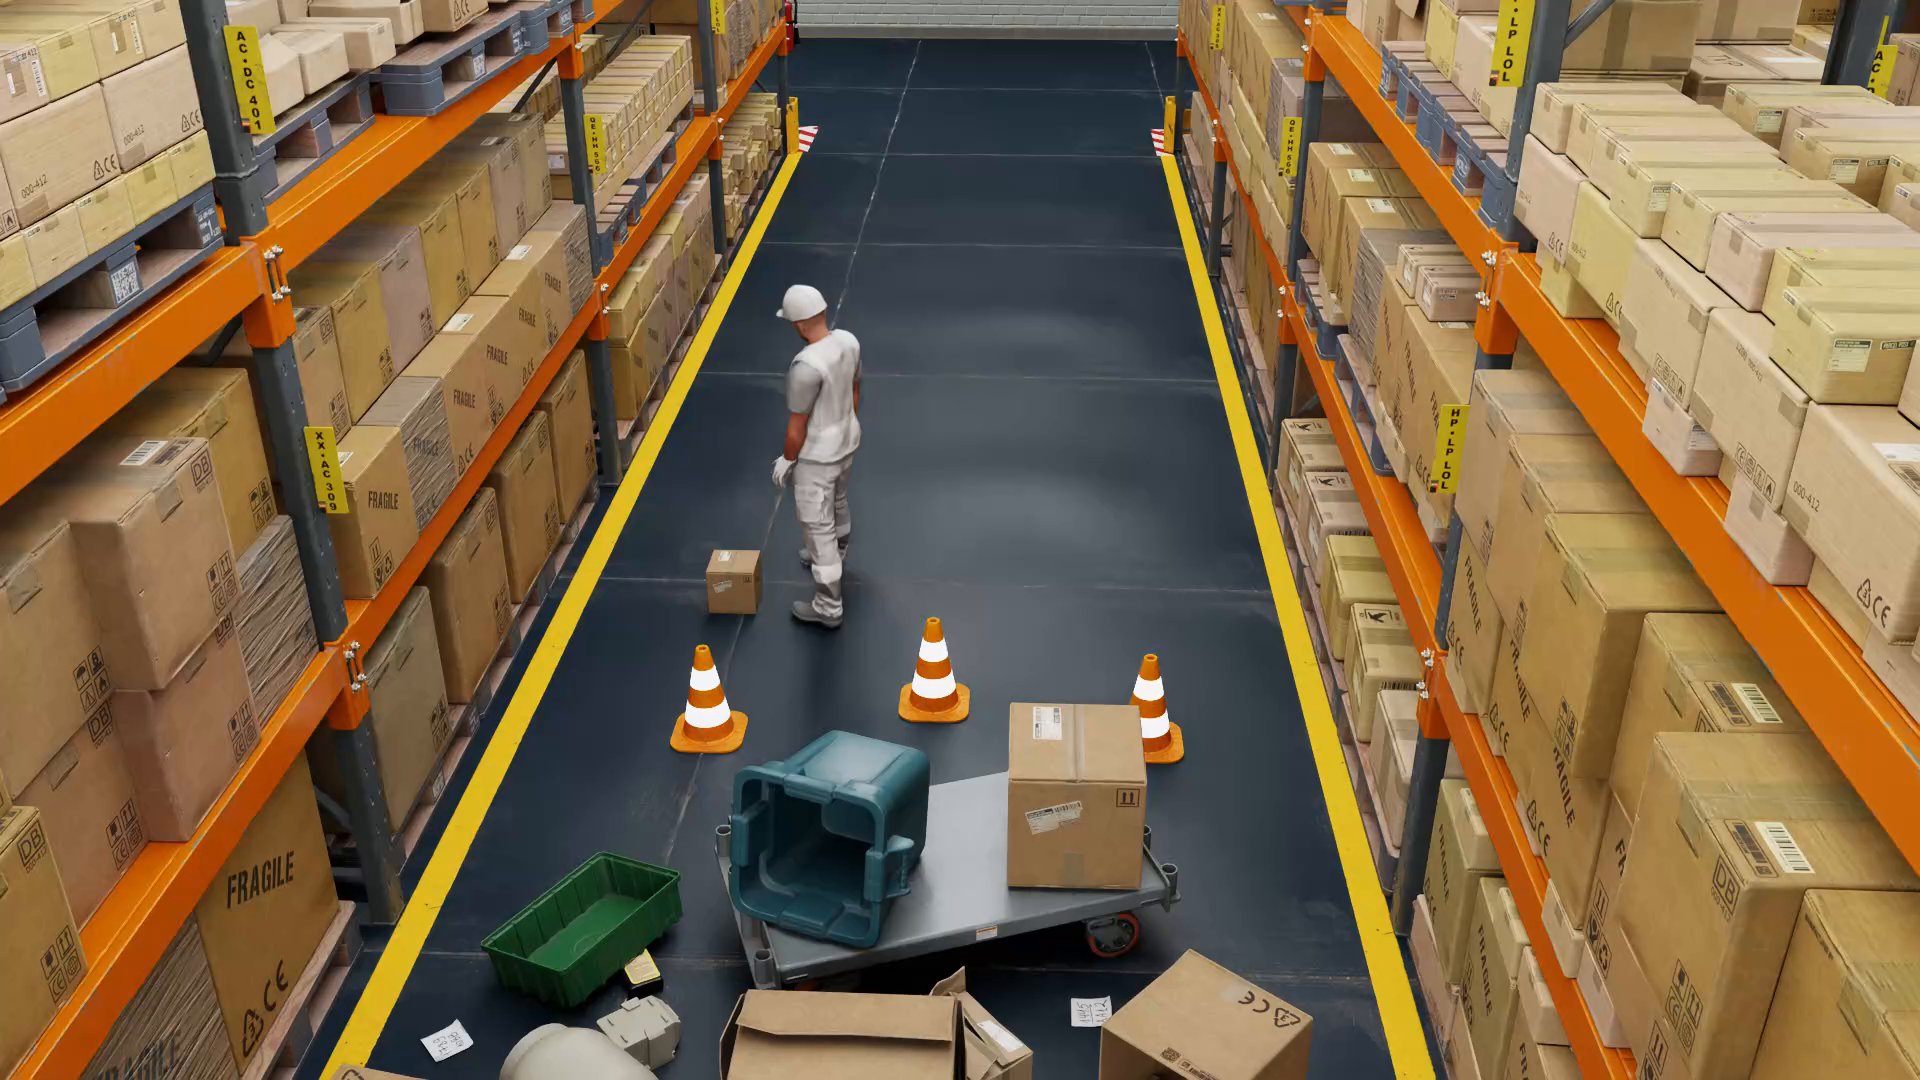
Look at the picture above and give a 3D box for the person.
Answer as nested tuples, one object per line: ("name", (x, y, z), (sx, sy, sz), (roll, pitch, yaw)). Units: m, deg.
("person", (-0.765, -0.496, 8.518), (0.568, 1.776, 0.690), (13, 30, 22))
